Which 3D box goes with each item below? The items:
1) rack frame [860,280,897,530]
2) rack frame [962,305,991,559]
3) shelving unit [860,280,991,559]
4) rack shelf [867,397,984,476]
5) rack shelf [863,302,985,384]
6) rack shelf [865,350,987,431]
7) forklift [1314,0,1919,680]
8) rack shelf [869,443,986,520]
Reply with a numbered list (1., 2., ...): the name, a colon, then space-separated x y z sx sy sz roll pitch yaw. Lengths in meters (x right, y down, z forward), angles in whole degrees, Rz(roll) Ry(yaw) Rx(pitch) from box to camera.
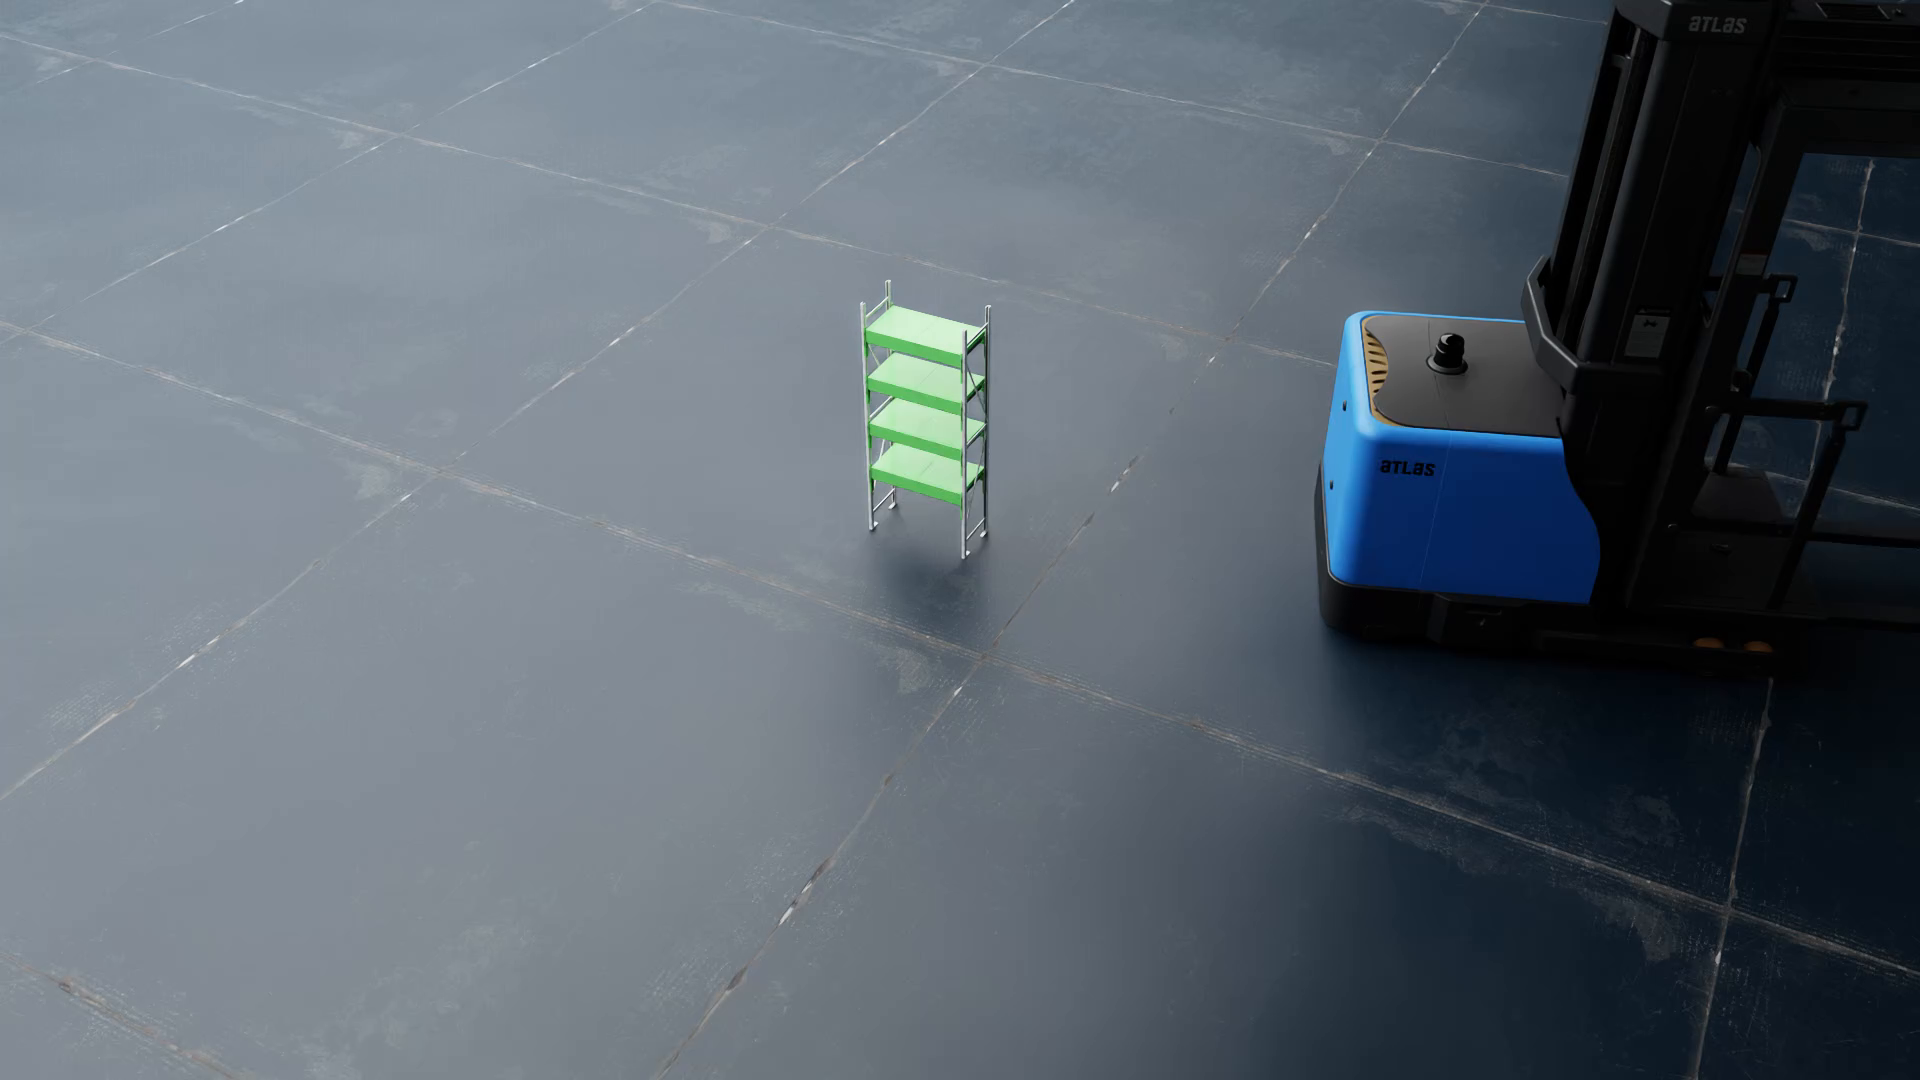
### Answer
1. rack frame: -0.364 -0.592 7.537 0.015 1.200 0.240 17 41 21
2. rack frame: 0.070 -0.456 7.358 0.015 1.200 0.240 17 41 21
3. shelving unit: -0.147 -0.524 7.448 0.503 1.200 0.258 17 41 21
4. rack shelf: -0.147 -0.473 7.487 0.480 0.148 0.258 17 41 21
5. rack shelf: -0.147 -0.855 7.196 0.480 0.148 0.258 17 41 21
6. rack shelf: -0.147 -0.664 7.341 0.480 0.148 0.258 17 41 21
7. forklift: 3.121 -0.923 6.541 3.031 2.935 1.130 5 37 6
8. rack shelf: -0.147 -0.282 7.632 0.480 0.148 0.258 17 41 21
